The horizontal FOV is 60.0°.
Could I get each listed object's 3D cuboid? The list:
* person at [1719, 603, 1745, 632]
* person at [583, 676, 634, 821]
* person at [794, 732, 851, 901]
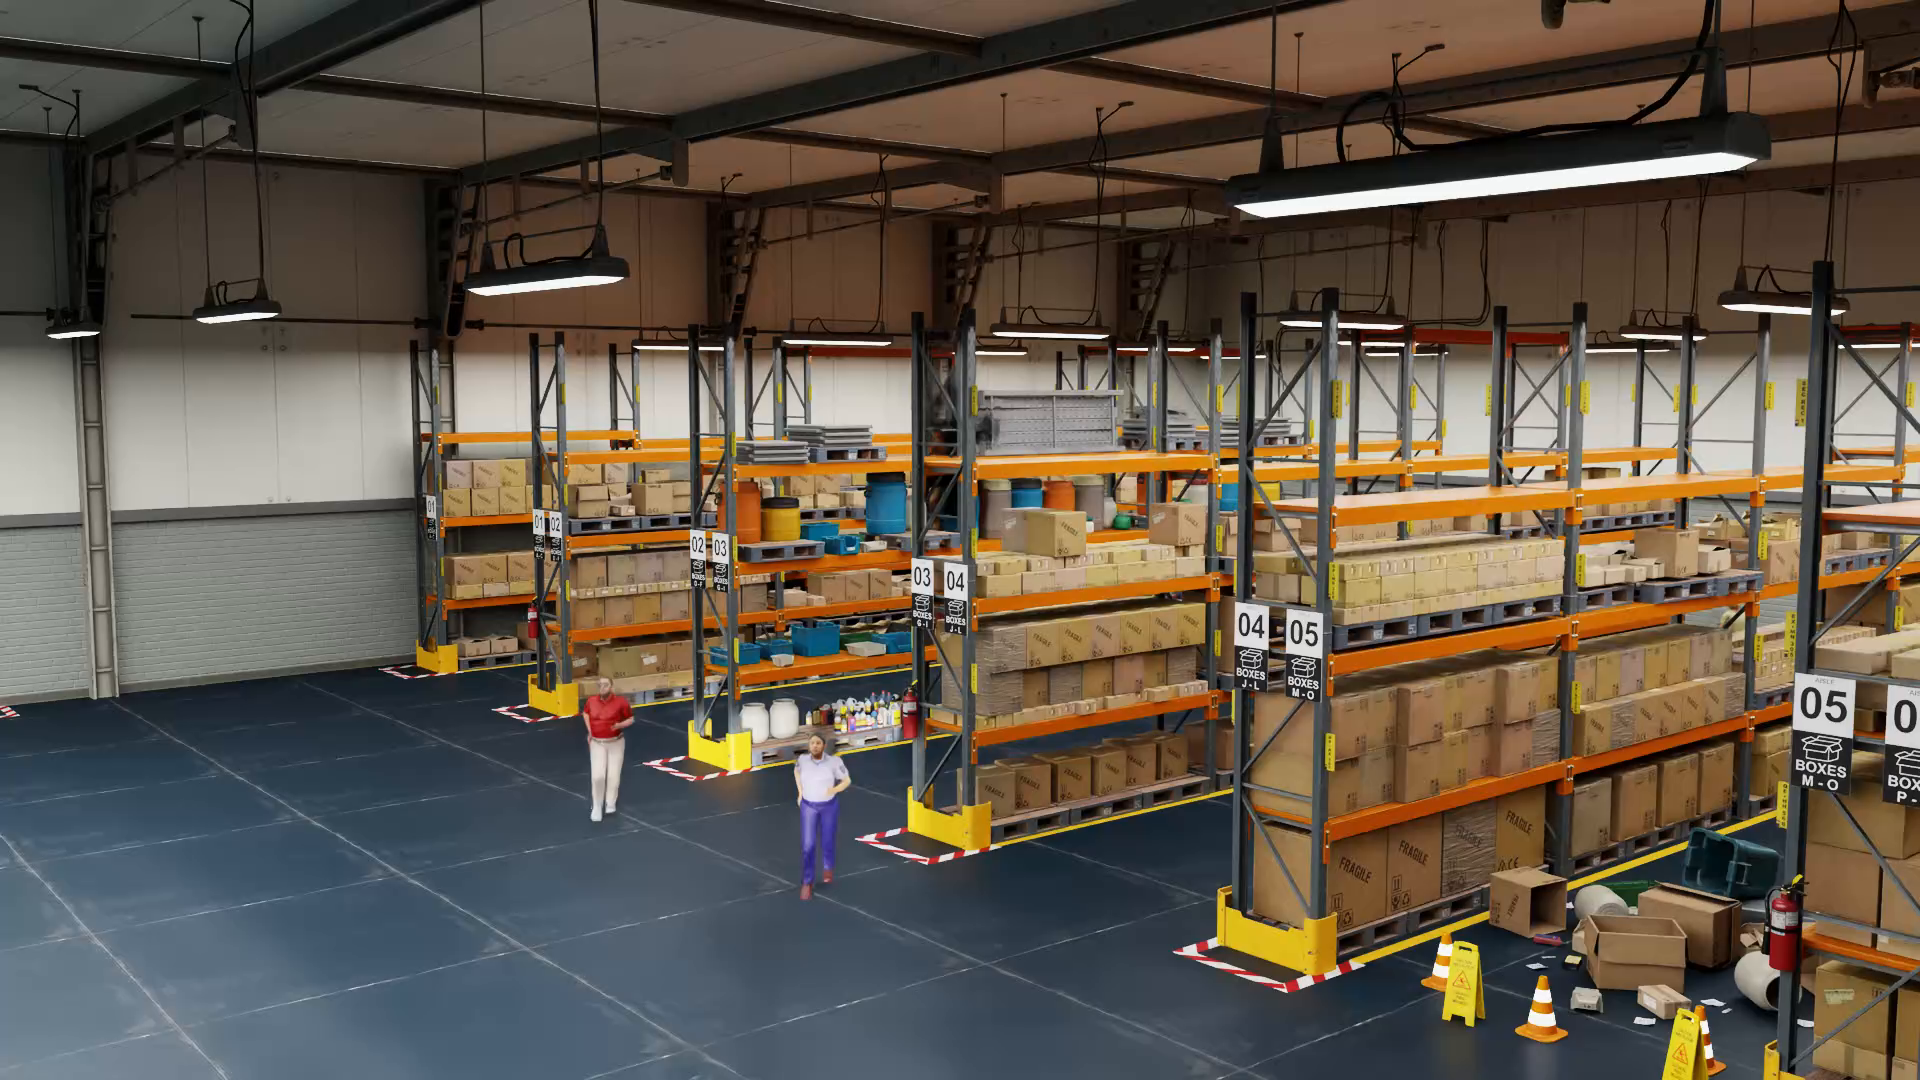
[{"bbox_3d":[13.179,1.758,28.147,0.620,1.648,0.758,1,5,10],"label":"person"},{"bbox_3d":[-4.199,2.499,19.838,0.627,1.777,0.737,-1,5,-7],"label":"person"},{"bbox_3d":[-1.408,2.785,16.987,0.597,1.705,0.764,0,5,0],"label":"person"}]
